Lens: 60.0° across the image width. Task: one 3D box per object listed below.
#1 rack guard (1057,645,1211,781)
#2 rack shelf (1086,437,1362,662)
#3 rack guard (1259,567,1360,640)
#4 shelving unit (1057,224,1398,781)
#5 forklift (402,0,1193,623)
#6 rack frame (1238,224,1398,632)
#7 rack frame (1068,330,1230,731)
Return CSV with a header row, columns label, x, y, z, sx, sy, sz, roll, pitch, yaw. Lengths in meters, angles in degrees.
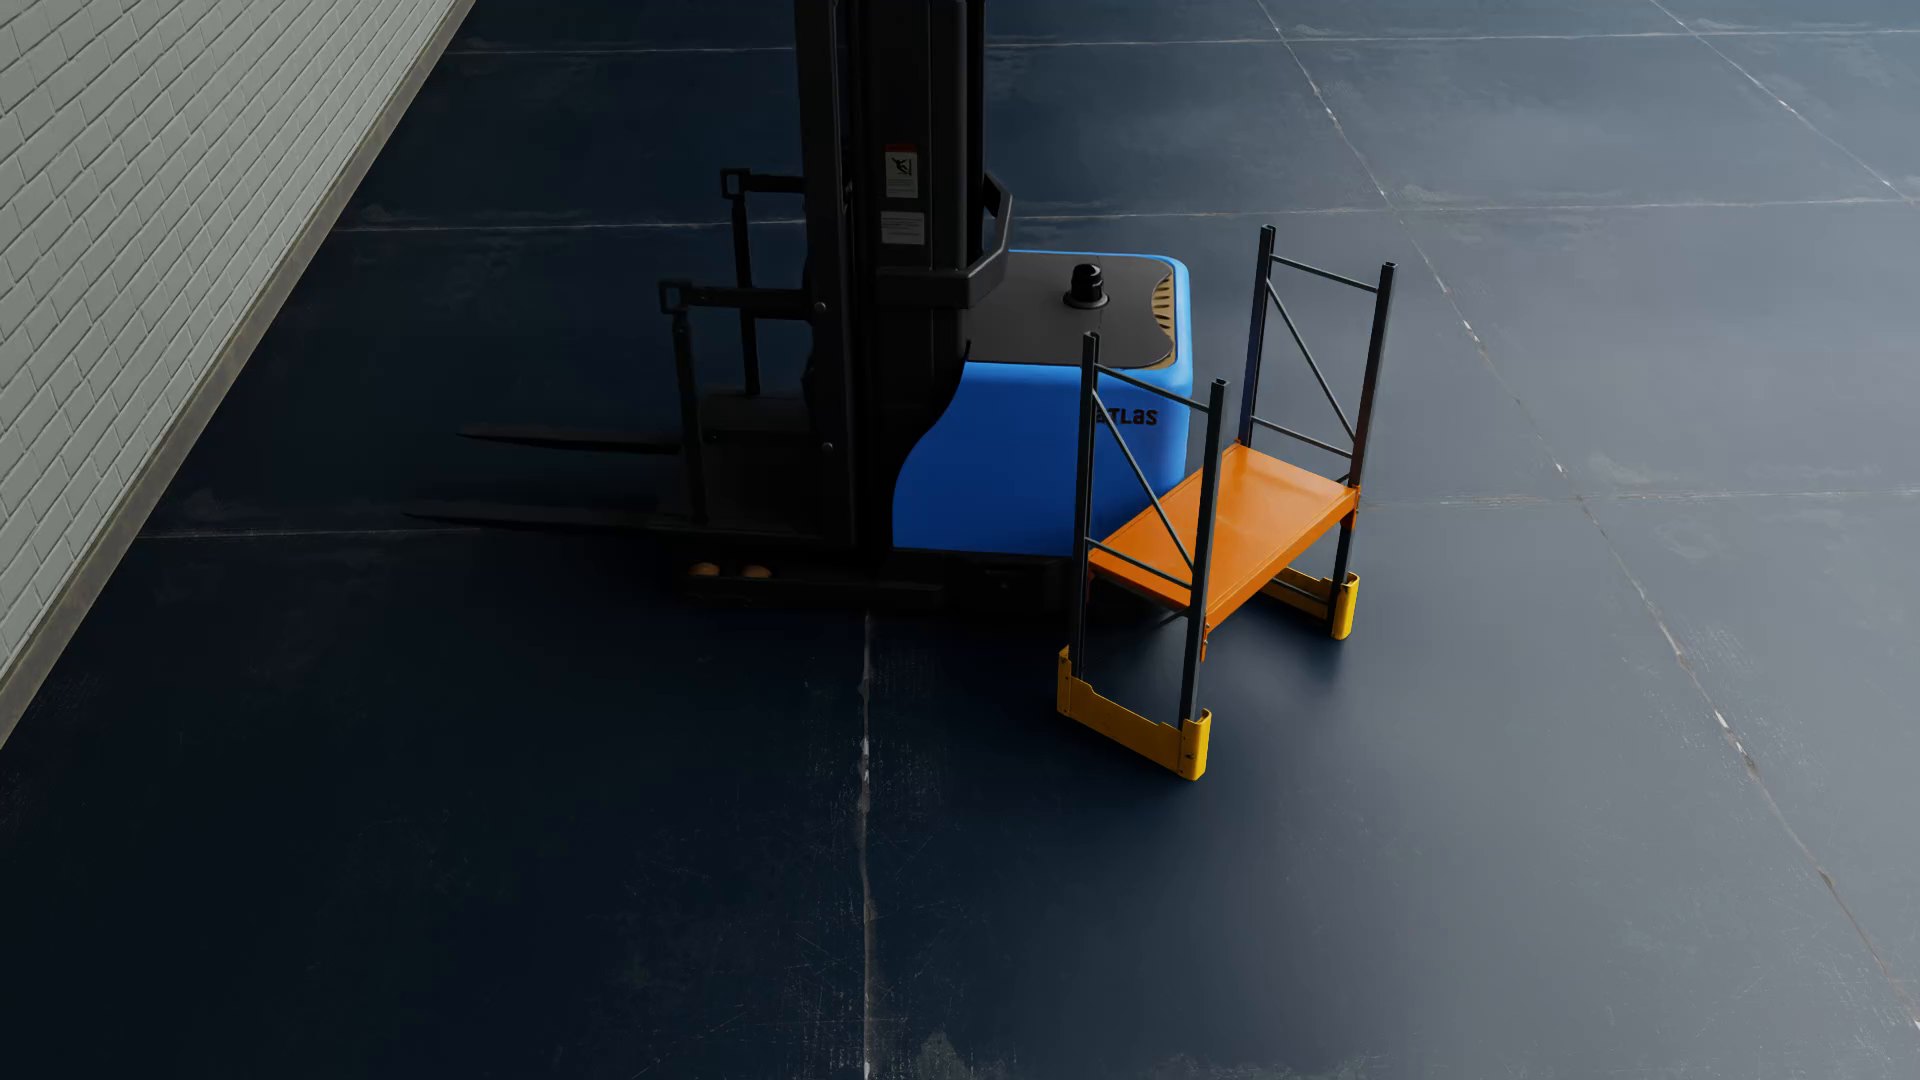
label,x,y,z,sx,sy,sz,roll,pitch,yaw
rack guard,0.585,0.585,5.685,0.587,0.250,0.087,25,42,32
rack shelf,0.899,0.006,5.740,0.538,0.185,1.000,25,42,32
rack guard,1.225,0.151,6.313,0.587,0.250,0.087,25,42,32
shelving unit,0.905,-0.146,5.643,0.587,1.500,1.083,25,42,32
forklift,-0.651,-1.236,5.961,3.031,2.935,1.130,3,35,4
rack frame,1.225,-0.364,5.958,0.500,1.500,0.032,25,42,32
rack frame,0.573,0.080,5.317,0.500,1.500,0.032,25,42,32
